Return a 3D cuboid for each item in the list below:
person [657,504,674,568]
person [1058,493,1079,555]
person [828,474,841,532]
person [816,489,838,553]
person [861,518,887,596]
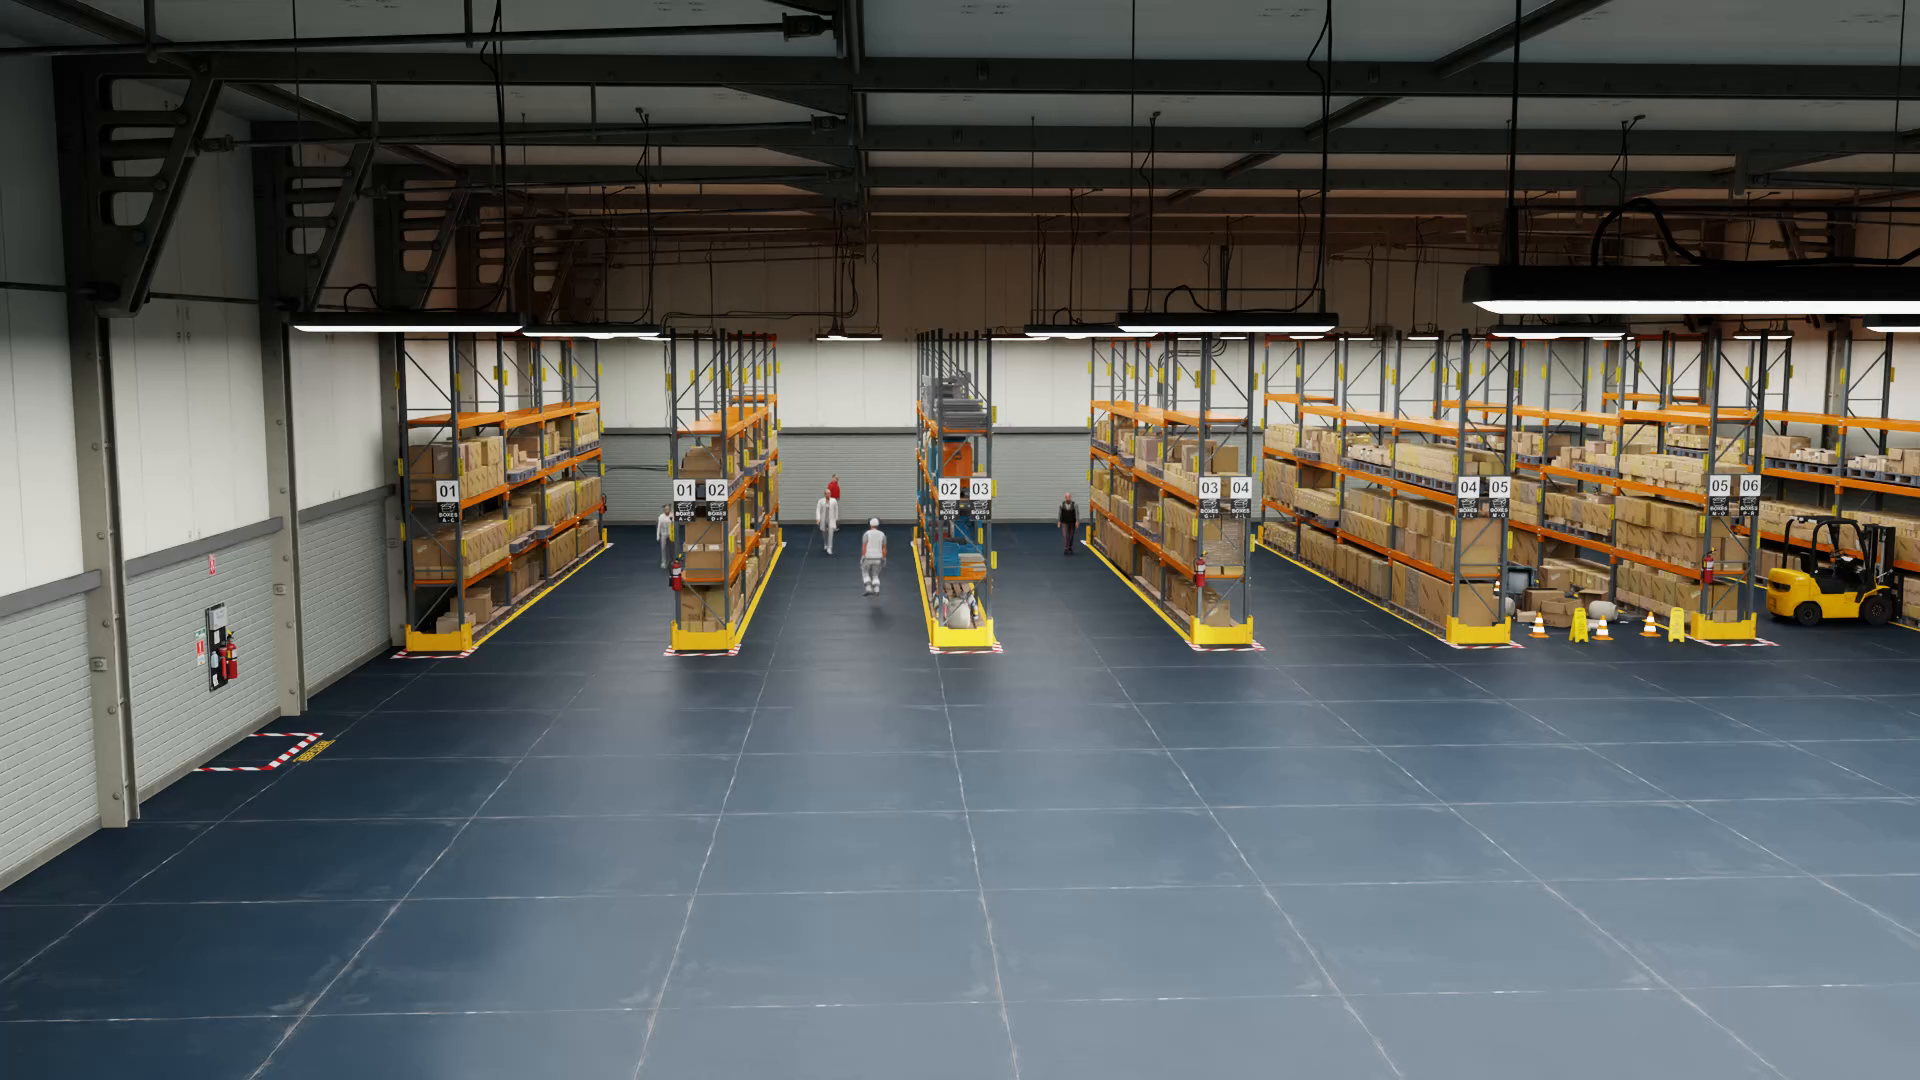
[{"bbox_3d":[-7.511,-0.126,42.645,0.574,1.614,1.041,0,7,-2],"label":"person"},{"bbox_3d":[2.969,-0.460,45.352,0.572,1.663,1.074,0,7,0],"label":"person"},{"bbox_3d":[-3.849,-1.140,50.951,0.437,1.748,0.554,0,7,1],"label":"person"},{"bbox_3d":[-3.657,-0.537,45.671,0.597,1.713,1.142,0,7,1],"label":"person"},{"bbox_3d":[-1.888,0.394,36.167,0.601,1.713,0.622,-2,7,-15],"label":"person"}]
